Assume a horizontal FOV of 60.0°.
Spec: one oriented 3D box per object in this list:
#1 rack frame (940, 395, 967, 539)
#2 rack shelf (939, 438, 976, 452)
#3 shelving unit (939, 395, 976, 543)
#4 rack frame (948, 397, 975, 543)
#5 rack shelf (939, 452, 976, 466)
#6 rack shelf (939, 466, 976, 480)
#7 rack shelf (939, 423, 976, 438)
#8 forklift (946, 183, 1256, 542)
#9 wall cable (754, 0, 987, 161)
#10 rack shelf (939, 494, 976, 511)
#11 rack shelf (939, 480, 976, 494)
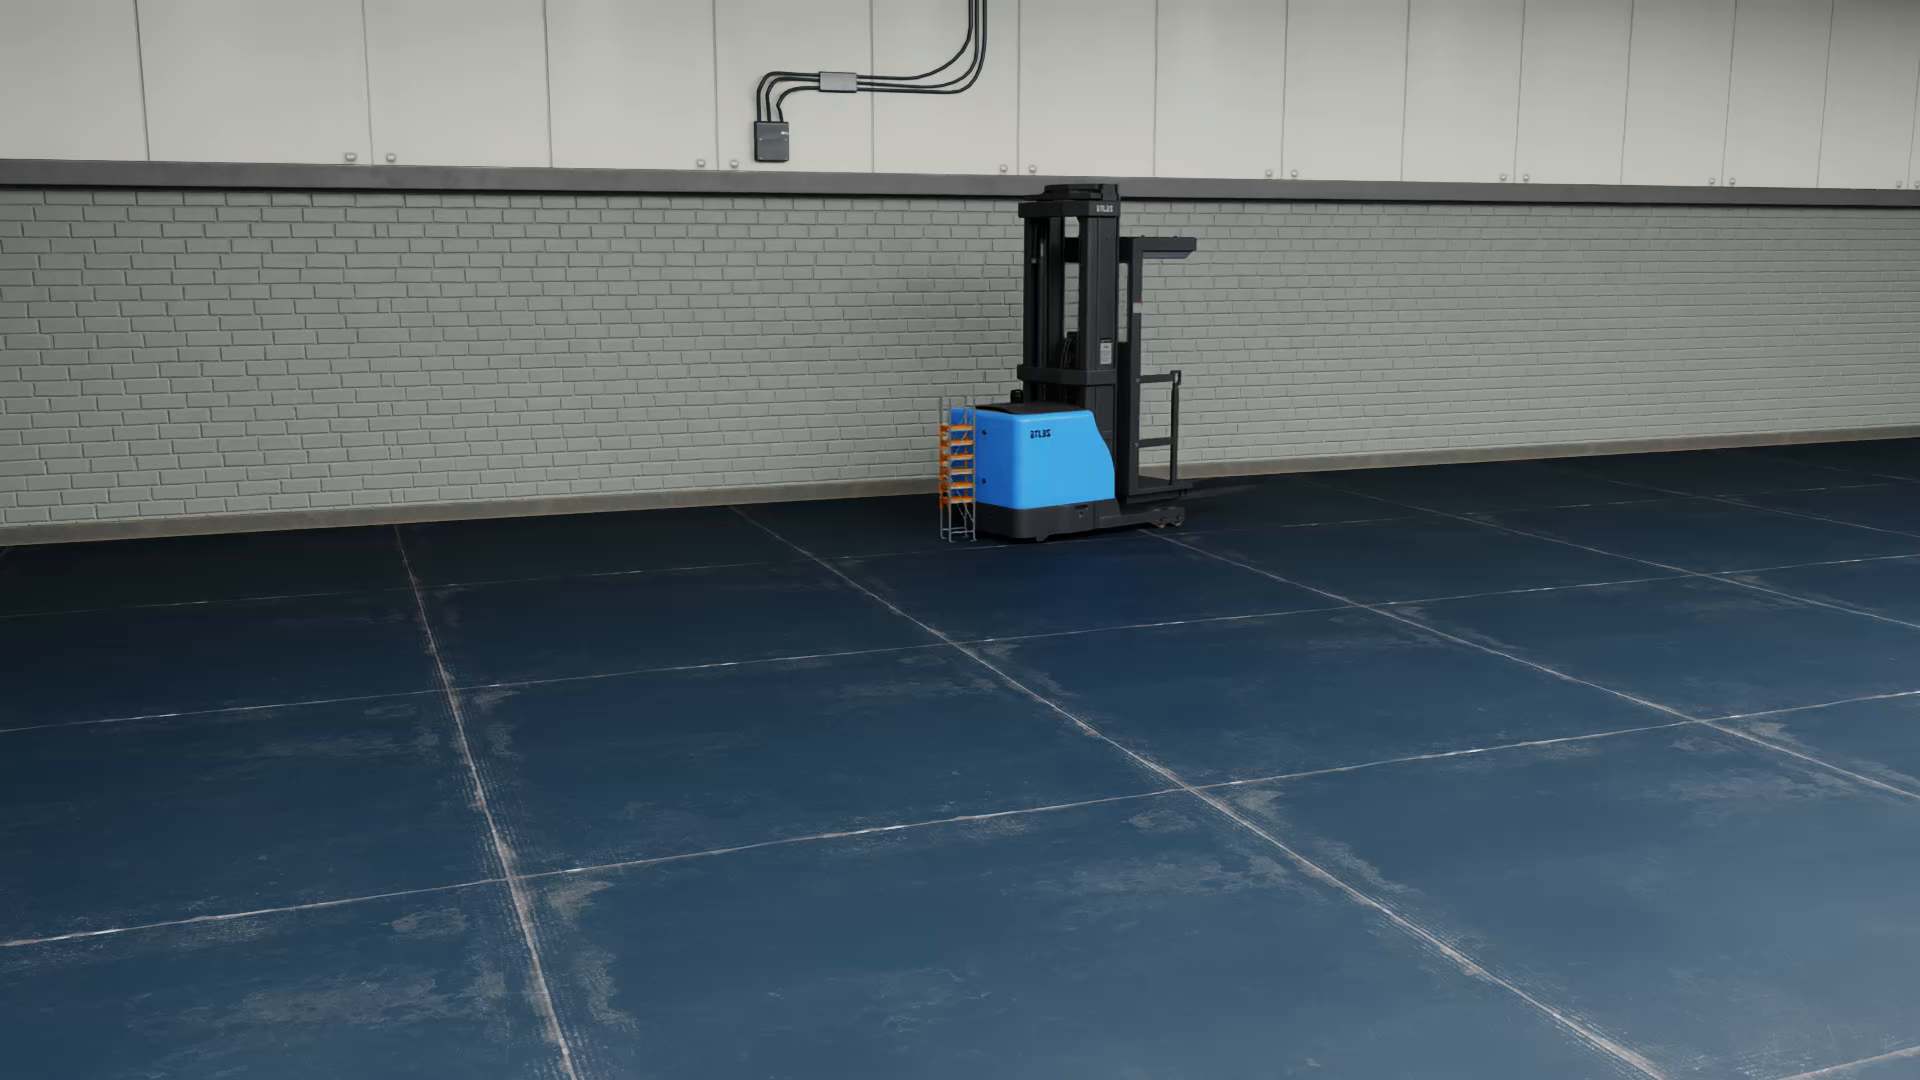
[{"bbox_3d":[-0.056,-0.605,13.897,0.240,1.200,0.006,-4,11,-23],"label":"rack frame"},{"bbox_3d":[-0.020,-0.783,13.780,0.258,0.103,0.180,-4,11,-23],"label":"rack shelf"},{"bbox_3d":[-0.020,-0.591,13.814,0.258,1.200,0.189,-4,11,-23],"label":"shelving unit"},{"bbox_3d":[0.016,-0.576,13.731,0.240,1.200,0.006,-4,11,-23],"label":"rack frame"},{"bbox_3d":[-0.020,-0.665,13.801,0.258,0.103,0.180,-4,11,-23],"label":"rack shelf"},{"bbox_3d":[-0.020,-0.547,13.821,0.258,0.103,0.180,-4,11,-23],"label":"rack shelf"},{"bbox_3d":[-0.020,-0.901,13.759,0.258,0.103,0.180,-4,11,-23],"label":"rack shelf"},{"bbox_3d":[1.359,-1.611,14.610,3.031,2.935,1.130,-8,13,-37],"label":"forklift"},{"bbox_3d":[-0.801,-6.526,15.203,2.305,6.003,0.169,-4,11,-21],"label":"wall cable"},{"bbox_3d":[-0.020,-0.310,13.863,0.258,0.103,0.180,-4,11,-23],"label":"rack shelf"},{"bbox_3d":[-0.020,-0.429,13.842,0.258,0.103,0.180,-4,11,-23],"label":"rack shelf"}]
